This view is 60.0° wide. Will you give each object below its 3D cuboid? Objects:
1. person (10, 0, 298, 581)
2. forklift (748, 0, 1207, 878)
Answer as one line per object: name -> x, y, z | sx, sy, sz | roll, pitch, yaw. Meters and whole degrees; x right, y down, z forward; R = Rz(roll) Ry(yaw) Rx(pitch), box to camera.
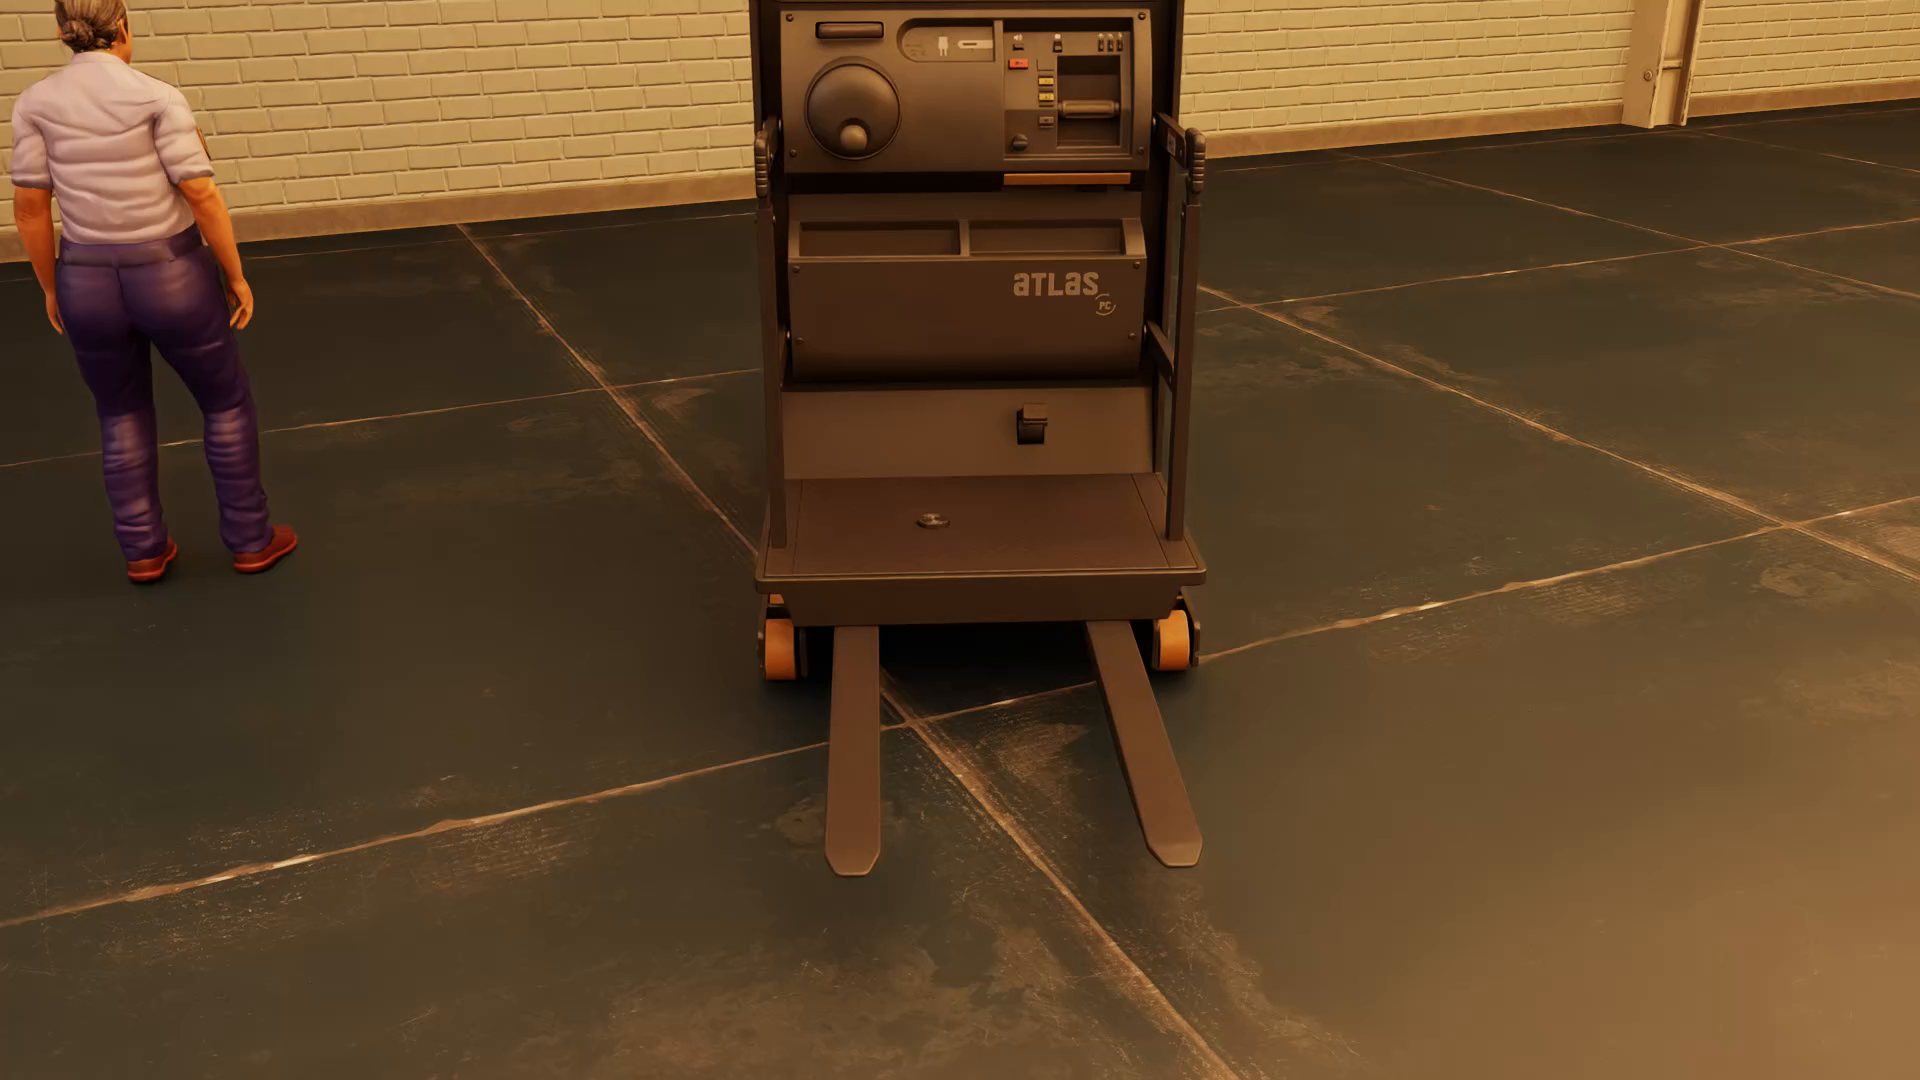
person -> -2.259, -0.687, 4.613 | 0.551, 1.650, 0.387 | -3, 23, -7
forklift -> 0.030, -1.120, 3.982 | 1.130, 2.935, 3.031 | -1, 23, -3
